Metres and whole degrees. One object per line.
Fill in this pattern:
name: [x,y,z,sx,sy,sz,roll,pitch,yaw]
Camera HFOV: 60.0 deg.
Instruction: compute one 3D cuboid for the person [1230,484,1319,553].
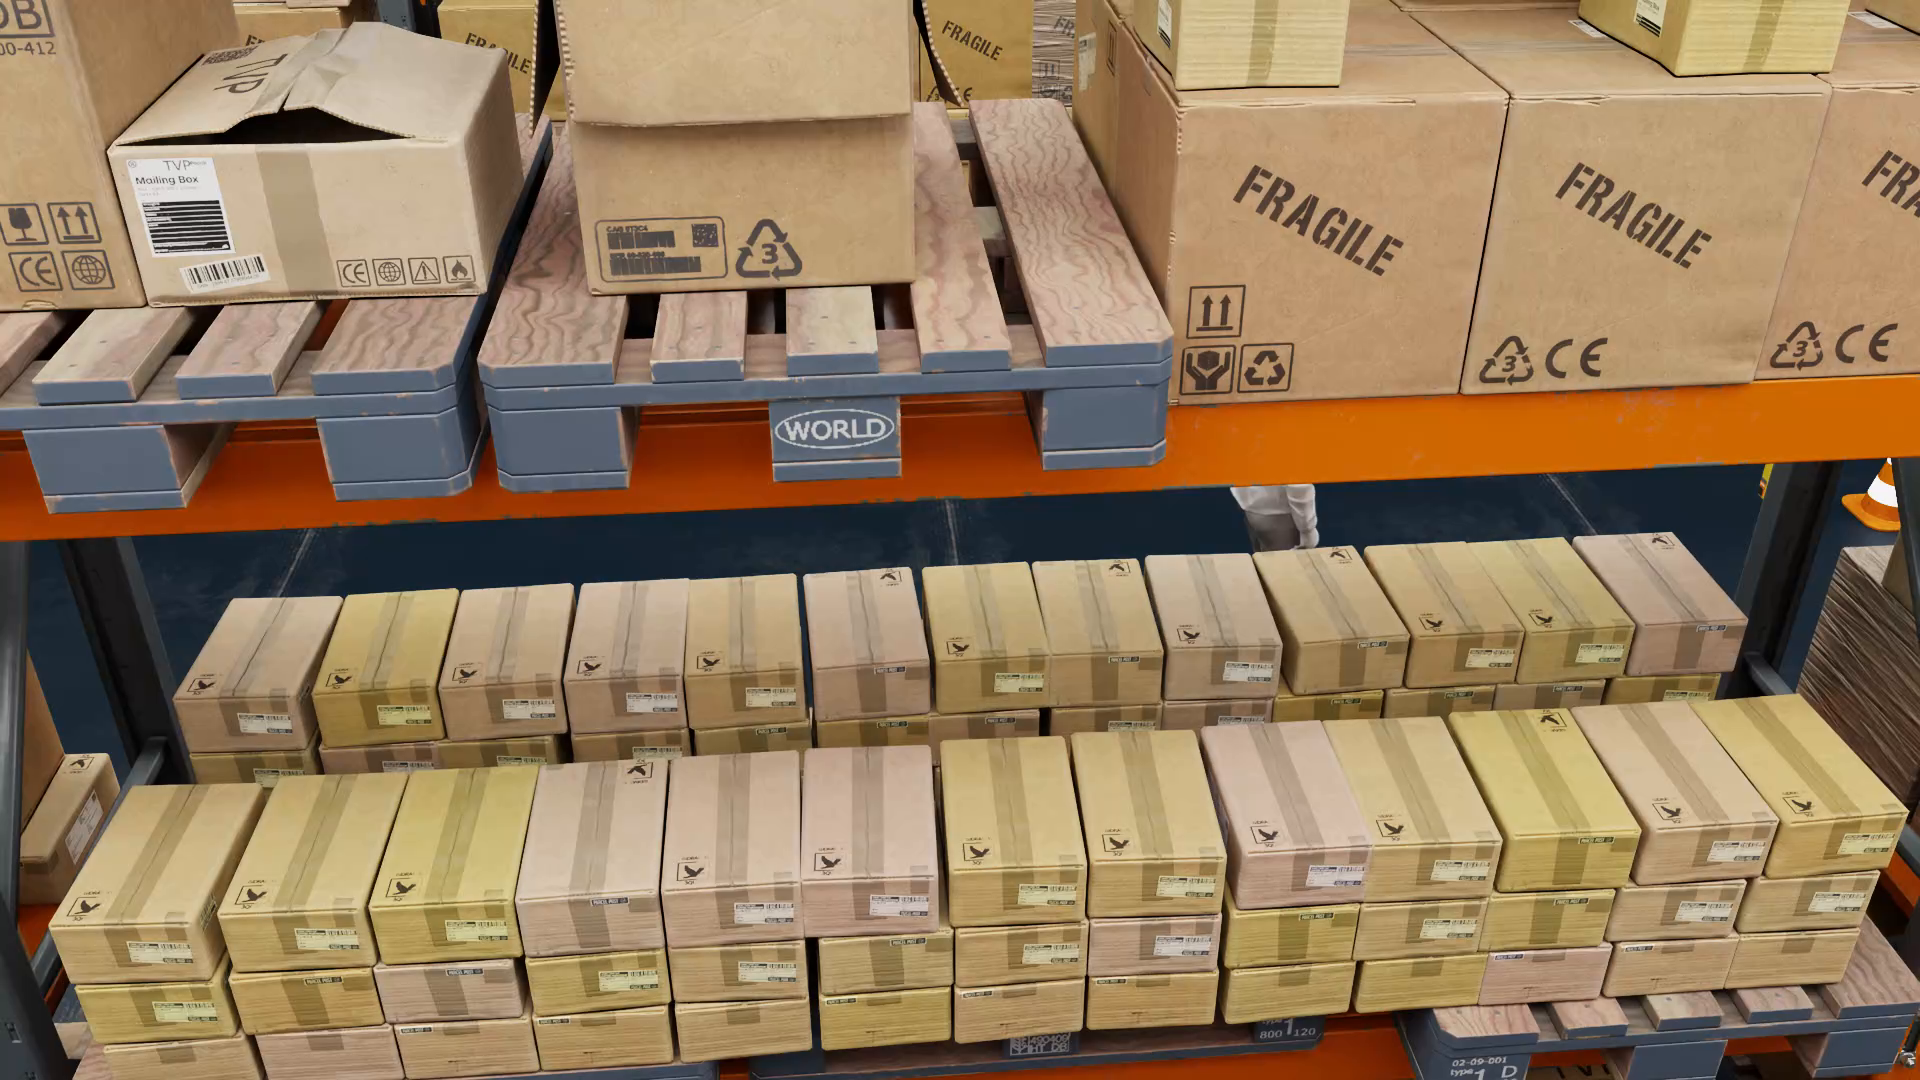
person: [1.232,-0.147,6.373,0.376,1.662,0.543,-5,32,-8]
